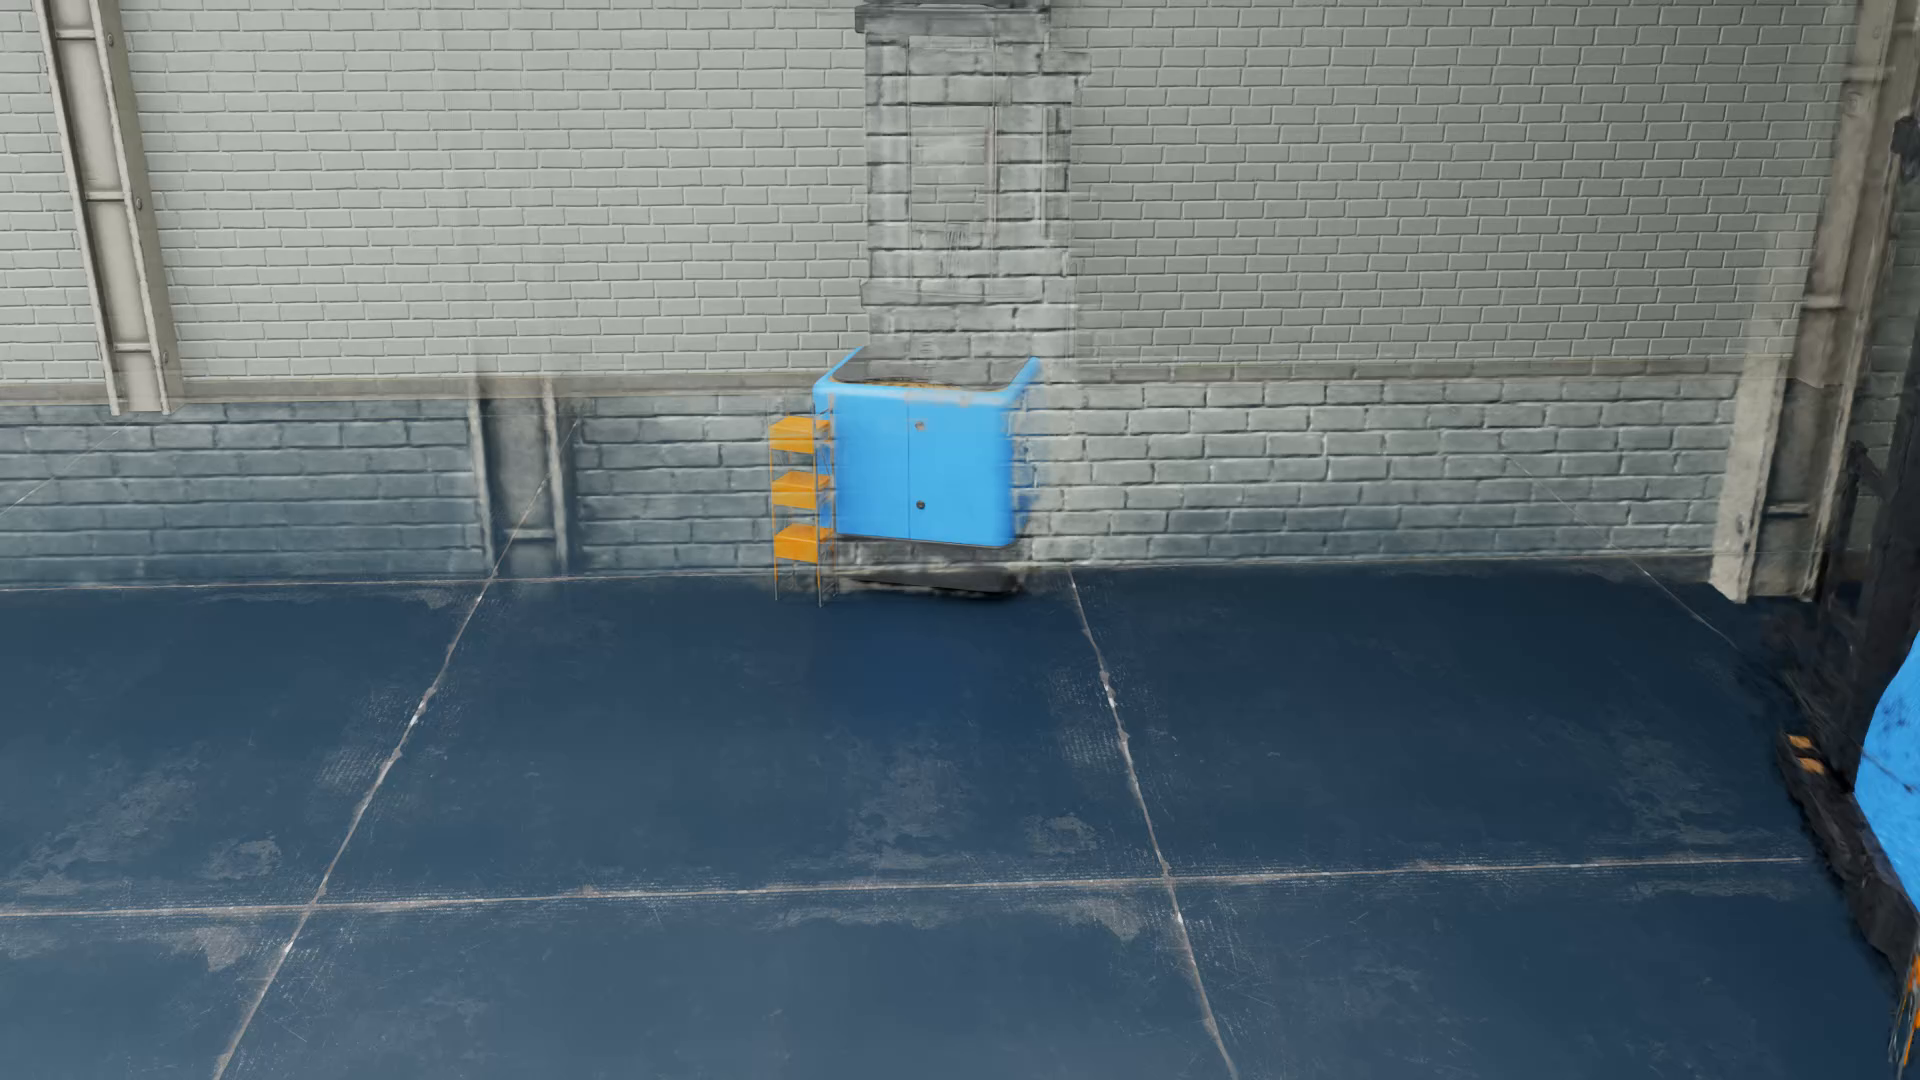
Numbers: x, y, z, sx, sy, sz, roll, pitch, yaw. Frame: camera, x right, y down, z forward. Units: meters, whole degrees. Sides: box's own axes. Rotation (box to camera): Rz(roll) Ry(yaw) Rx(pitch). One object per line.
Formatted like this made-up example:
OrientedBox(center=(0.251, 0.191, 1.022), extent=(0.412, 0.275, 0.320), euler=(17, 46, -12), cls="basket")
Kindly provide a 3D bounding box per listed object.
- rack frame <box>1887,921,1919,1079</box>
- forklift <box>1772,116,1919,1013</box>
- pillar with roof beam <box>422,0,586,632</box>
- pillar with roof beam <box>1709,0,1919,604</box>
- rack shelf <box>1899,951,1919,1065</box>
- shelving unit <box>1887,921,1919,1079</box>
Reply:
OrientedBox(center=(-0.882, -0.219, 8.218), extent=(0.008, 1.050, 0.200), euler=(9, 23, 21), cls="rack frame")
OrientedBox(center=(0.092, -1.603, 9.211), extent=(1.130, 2.935, 3.031), euler=(5, 21, 12), cls="forklift")
OrientedBox(center=(-5.365, -3.588, 5.897), extent=(0.400, 9.000, 9.100), euler=(-1, 21, -3), cls="pillar with roof beam")
OrientedBox(center=(0.625, -3.710, 6.217), extent=(0.400, 9.000, 9.100), euler=(-1, 21, -3), cls="pillar with roof beam")
OrientedBox(center=(-0.768, 0.067, 8.279), extent=(0.240, 0.259, 0.215), euler=(9, 23, 21), cls="rack shelf")
OrientedBox(center=(-0.769, -0.202, 8.174), extent=(0.252, 1.050, 0.215), euler=(9, 23, 21), cls="shelving unit")
